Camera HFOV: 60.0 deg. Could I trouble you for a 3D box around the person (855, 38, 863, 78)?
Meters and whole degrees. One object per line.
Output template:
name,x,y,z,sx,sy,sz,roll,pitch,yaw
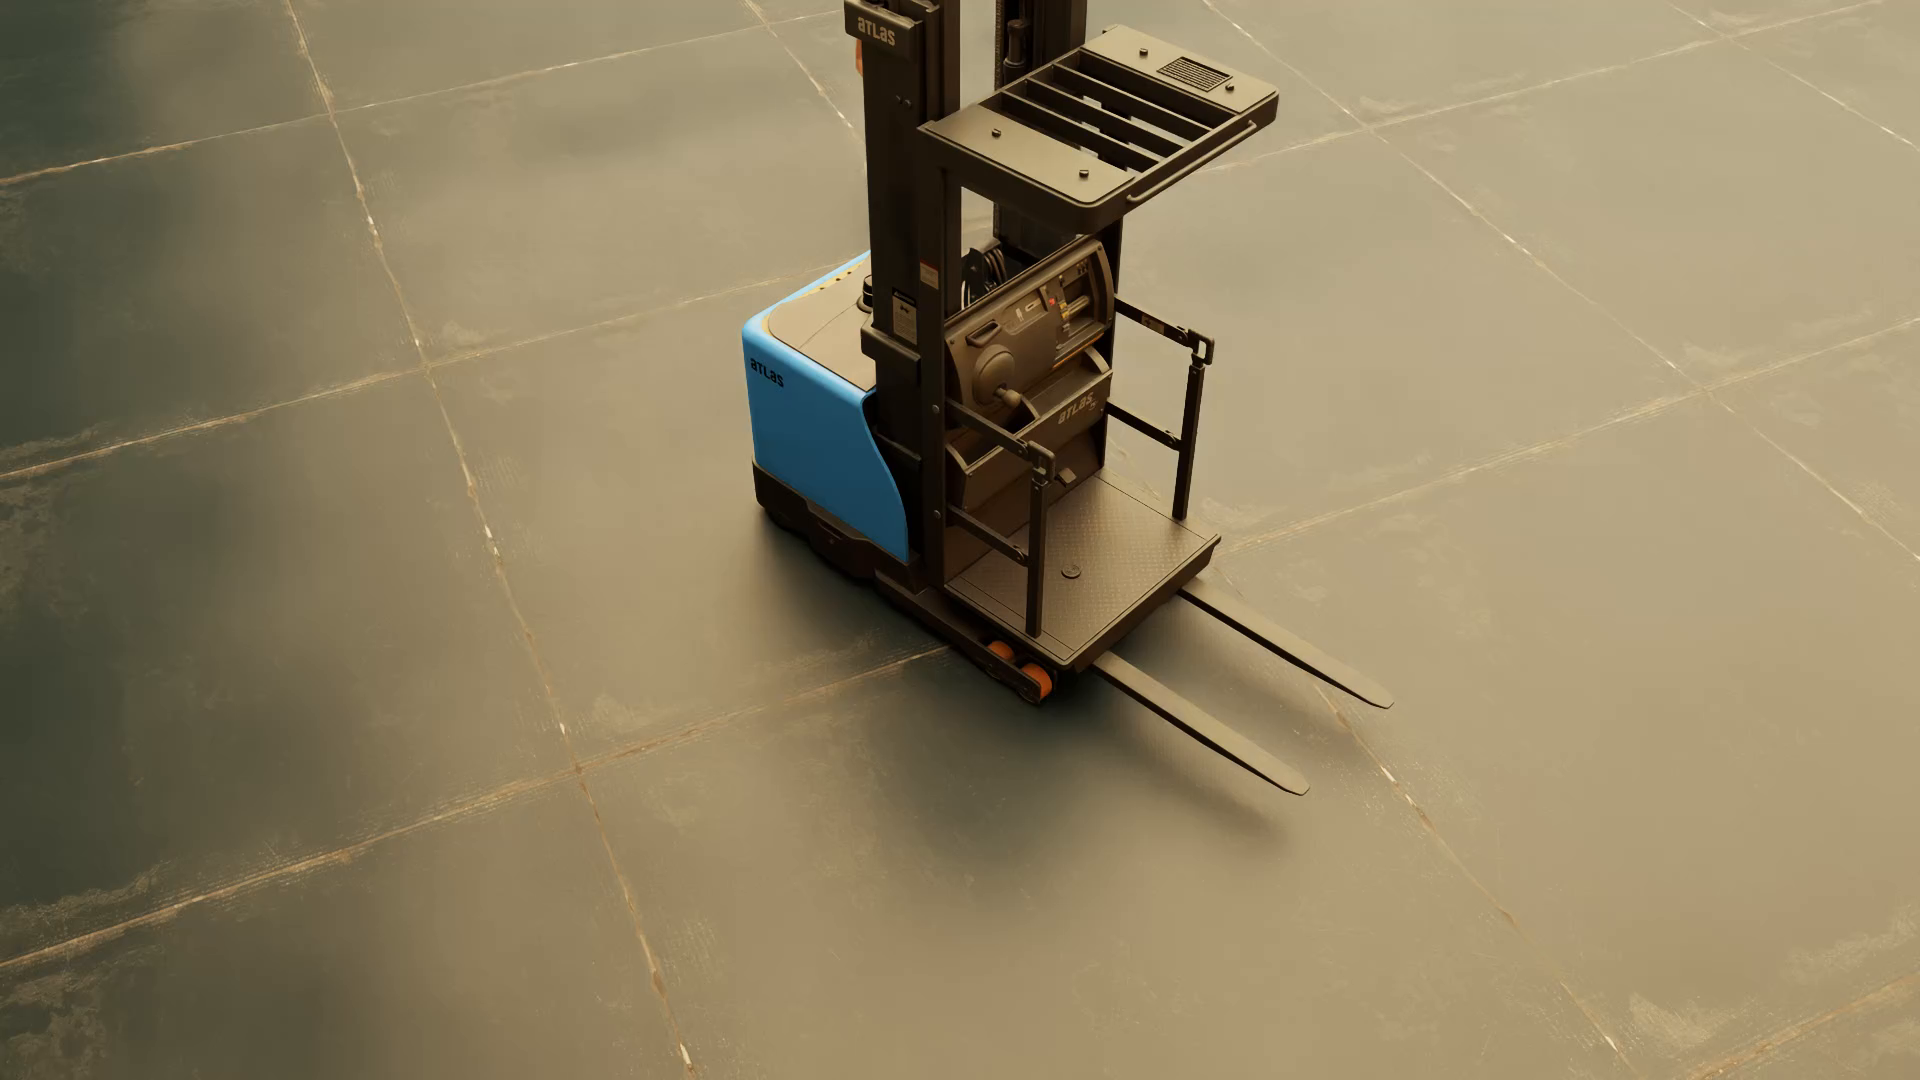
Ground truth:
person,-0.354,-2.895,9.619,0.629,1.782,0.564,-21,47,-21

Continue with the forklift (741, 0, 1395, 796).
forklift,0.445,-0.788,6.525,3.031,2.935,1.130,32,52,30
